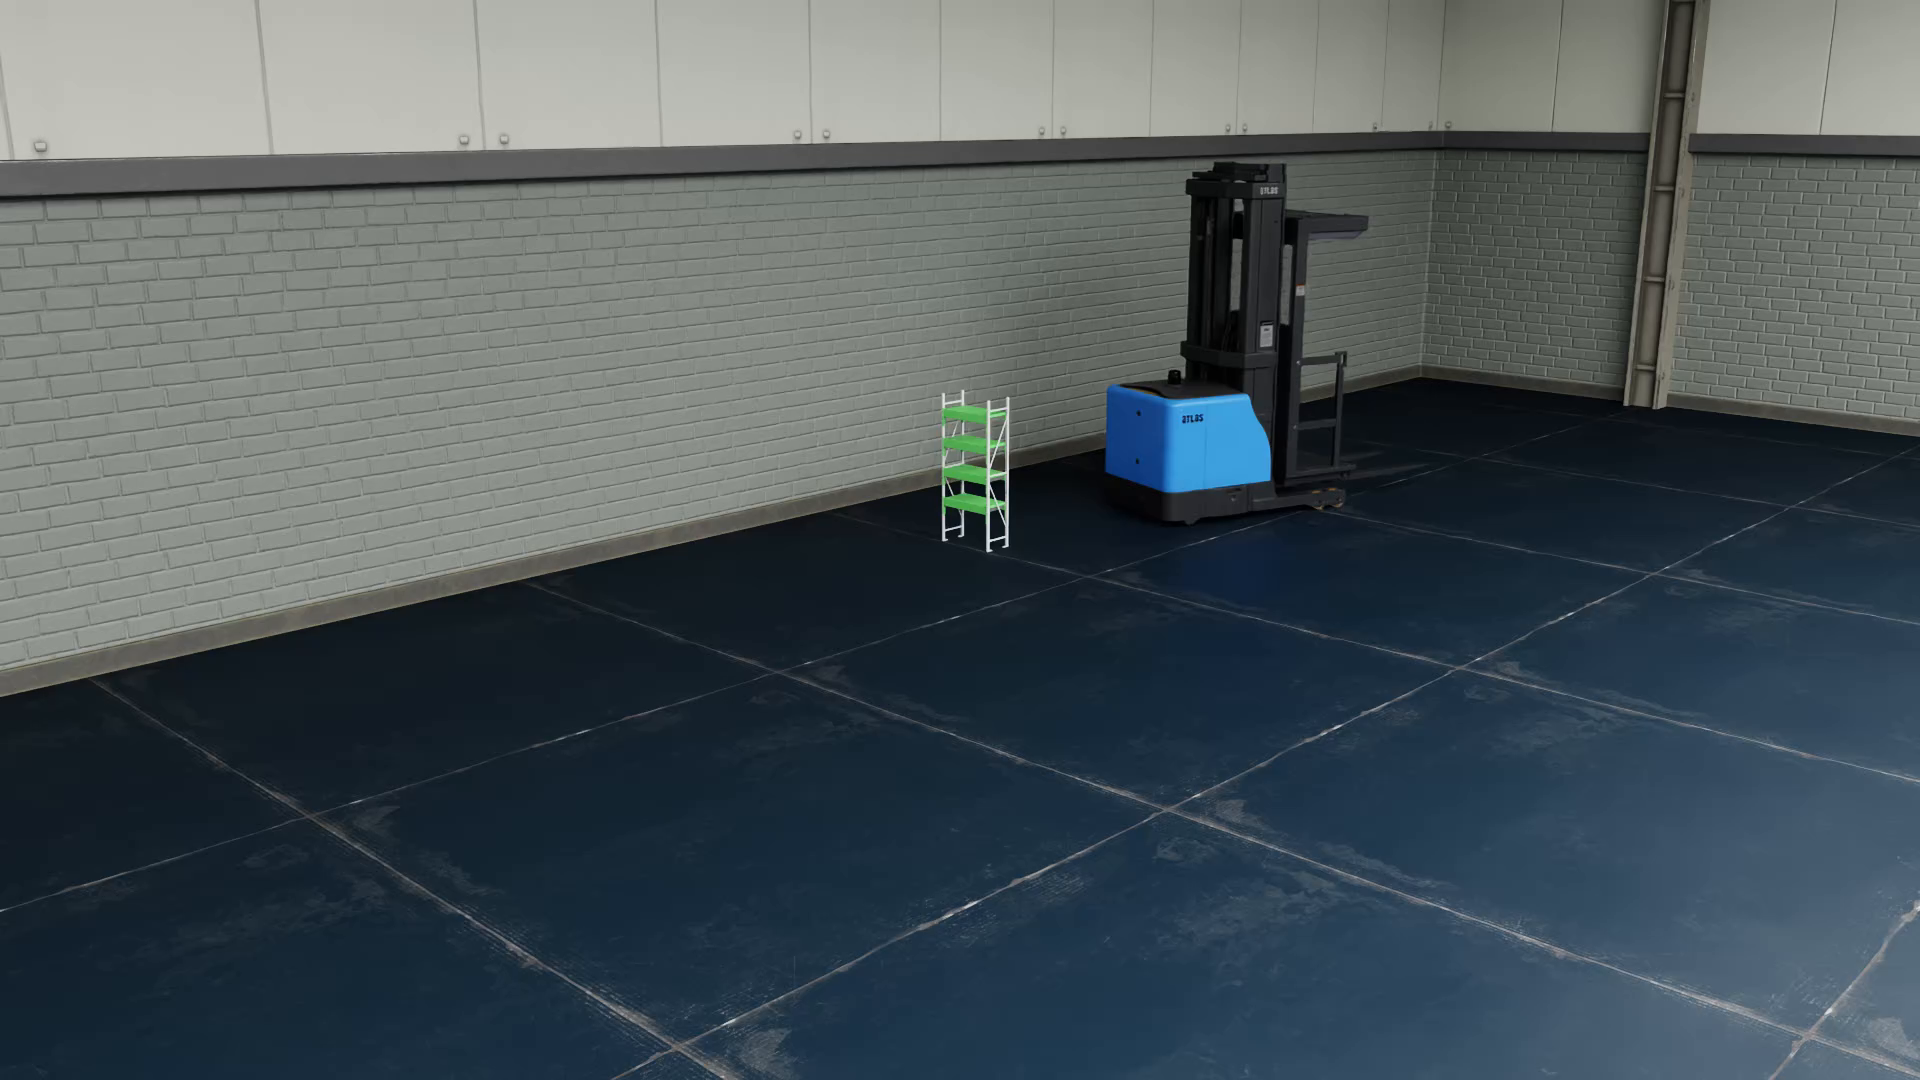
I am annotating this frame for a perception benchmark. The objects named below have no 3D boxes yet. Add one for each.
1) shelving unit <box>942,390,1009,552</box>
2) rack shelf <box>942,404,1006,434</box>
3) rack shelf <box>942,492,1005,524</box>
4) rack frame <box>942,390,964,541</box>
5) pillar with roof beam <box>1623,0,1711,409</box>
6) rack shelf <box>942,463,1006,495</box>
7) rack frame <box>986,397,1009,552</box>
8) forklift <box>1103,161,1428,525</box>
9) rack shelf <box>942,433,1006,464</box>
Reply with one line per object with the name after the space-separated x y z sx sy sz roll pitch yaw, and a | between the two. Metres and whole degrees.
0.119 -0.552 13.170 0.503 1.200 0.258 14 20 42 | shelving unit
0.119 -0.954 13.065 0.480 0.148 0.258 14 20 42 | rack shelf
0.119 -0.258 13.246 0.480 0.148 0.258 14 20 42 | rack shelf
-0.057 -0.594 13.333 0.015 1.200 0.240 14 20 42 | rack frame
5.032 -5.147 15.339 0.400 9.000 9.100 14 20 42 | pillar with roof beam
0.119 -0.490 13.186 0.480 0.148 0.258 14 20 42 | rack shelf
0.295 -0.509 13.006 0.015 1.200 0.240 14 20 42 | rack frame
2.793 -1.789 14.484 3.031 2.935 1.130 -8 16 -27 | forklift
0.119 -0.722 13.125 0.480 0.148 0.258 14 20 42 | rack shelf
